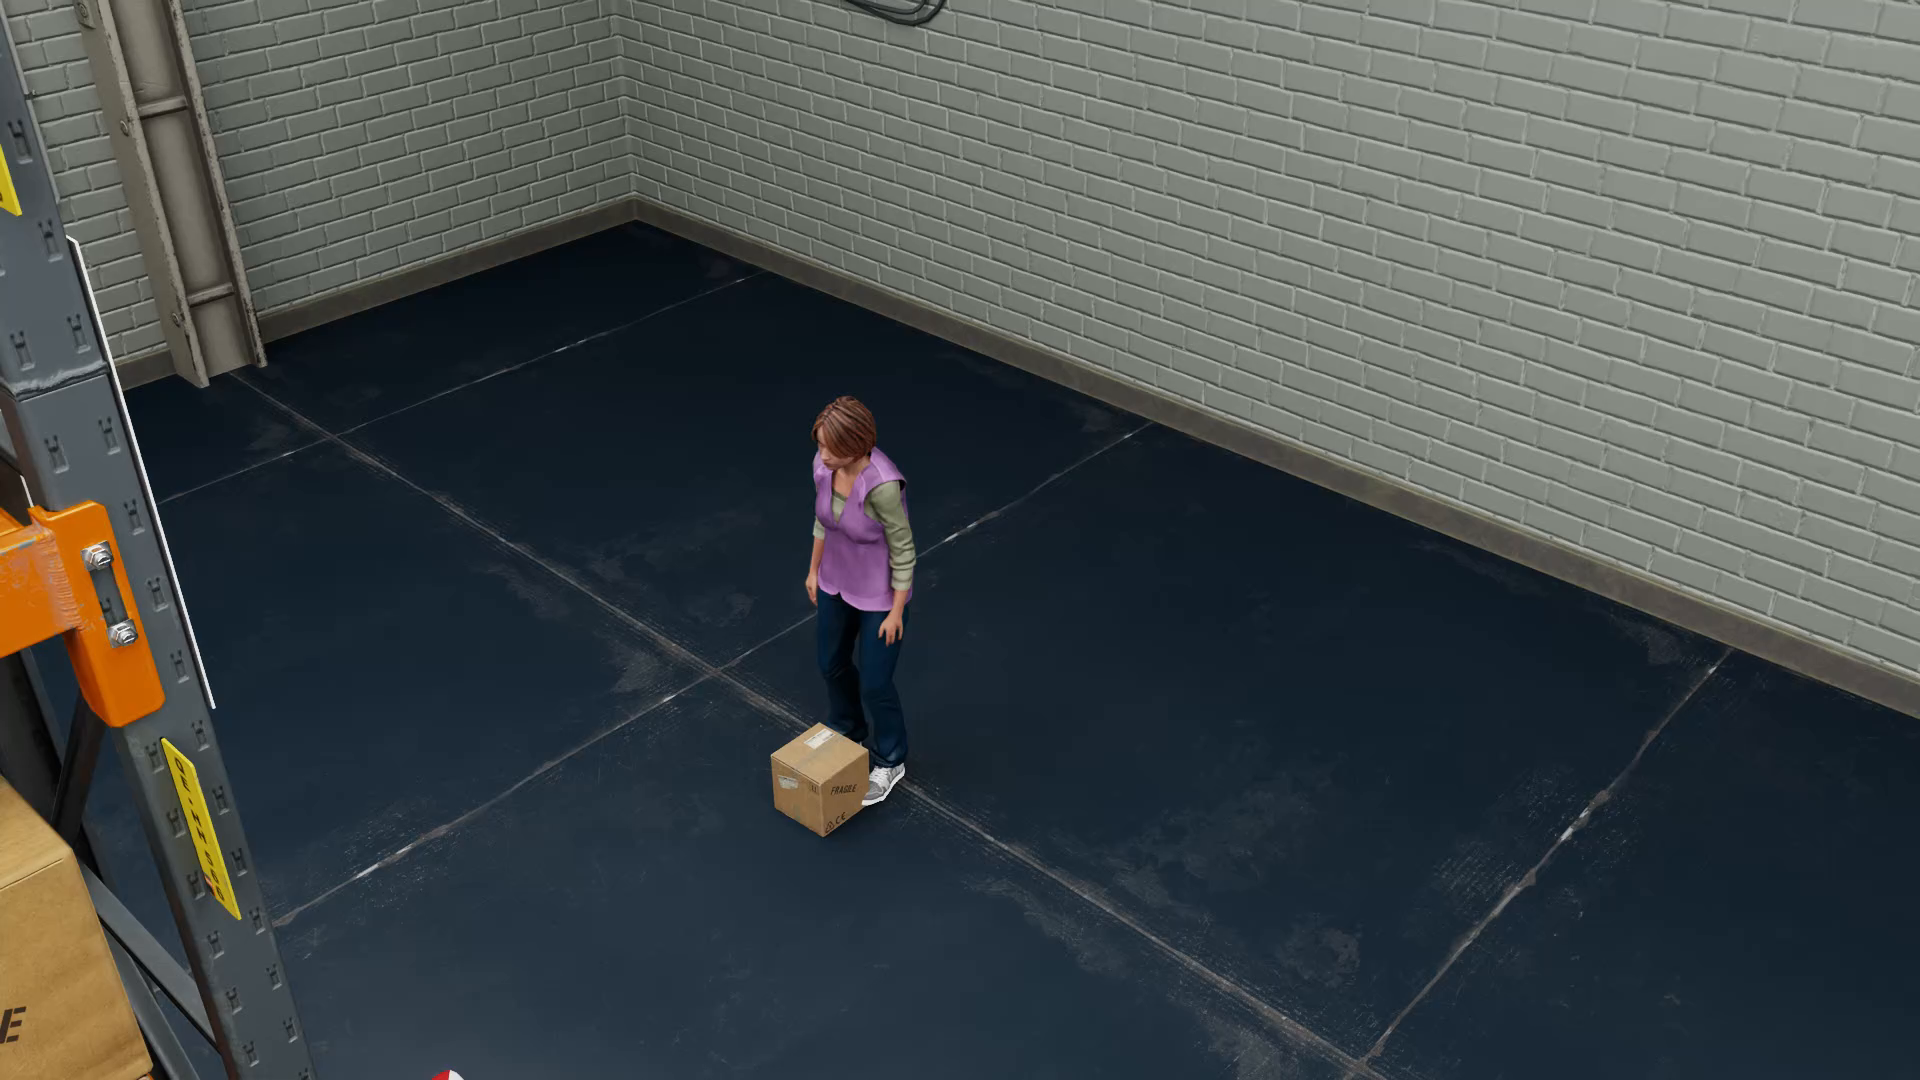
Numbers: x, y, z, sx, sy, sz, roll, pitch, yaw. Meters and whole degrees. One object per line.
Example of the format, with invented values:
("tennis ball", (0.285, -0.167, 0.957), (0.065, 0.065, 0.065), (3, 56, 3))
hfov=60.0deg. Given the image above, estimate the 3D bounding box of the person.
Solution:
("person", (-0.350, 0.196, 5.828), (0.459, 1.593, 0.345), (25, 39, 34))
